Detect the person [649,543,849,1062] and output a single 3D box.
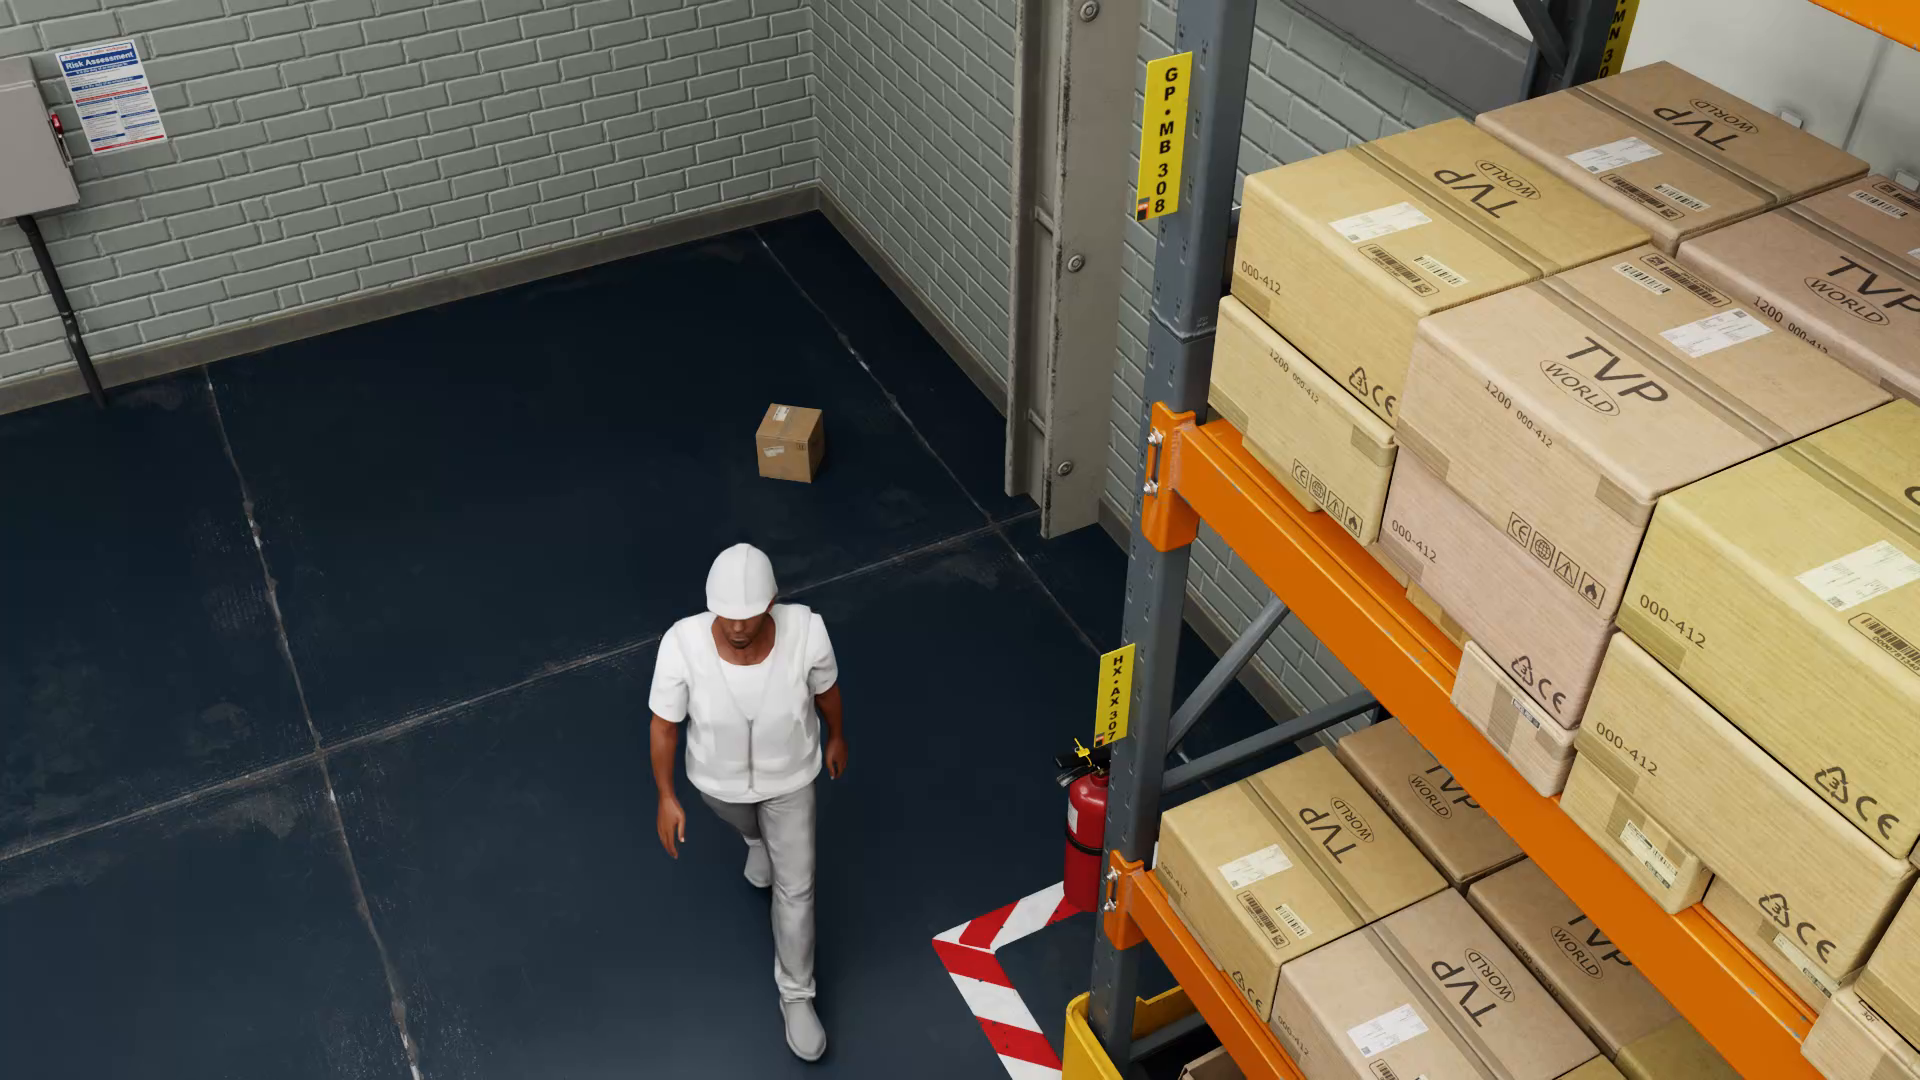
[{"bbox_3d":[-0.658,0.762,5.258,0.606,1.716,1.021,-2,41,-3],"label":"person"}]
